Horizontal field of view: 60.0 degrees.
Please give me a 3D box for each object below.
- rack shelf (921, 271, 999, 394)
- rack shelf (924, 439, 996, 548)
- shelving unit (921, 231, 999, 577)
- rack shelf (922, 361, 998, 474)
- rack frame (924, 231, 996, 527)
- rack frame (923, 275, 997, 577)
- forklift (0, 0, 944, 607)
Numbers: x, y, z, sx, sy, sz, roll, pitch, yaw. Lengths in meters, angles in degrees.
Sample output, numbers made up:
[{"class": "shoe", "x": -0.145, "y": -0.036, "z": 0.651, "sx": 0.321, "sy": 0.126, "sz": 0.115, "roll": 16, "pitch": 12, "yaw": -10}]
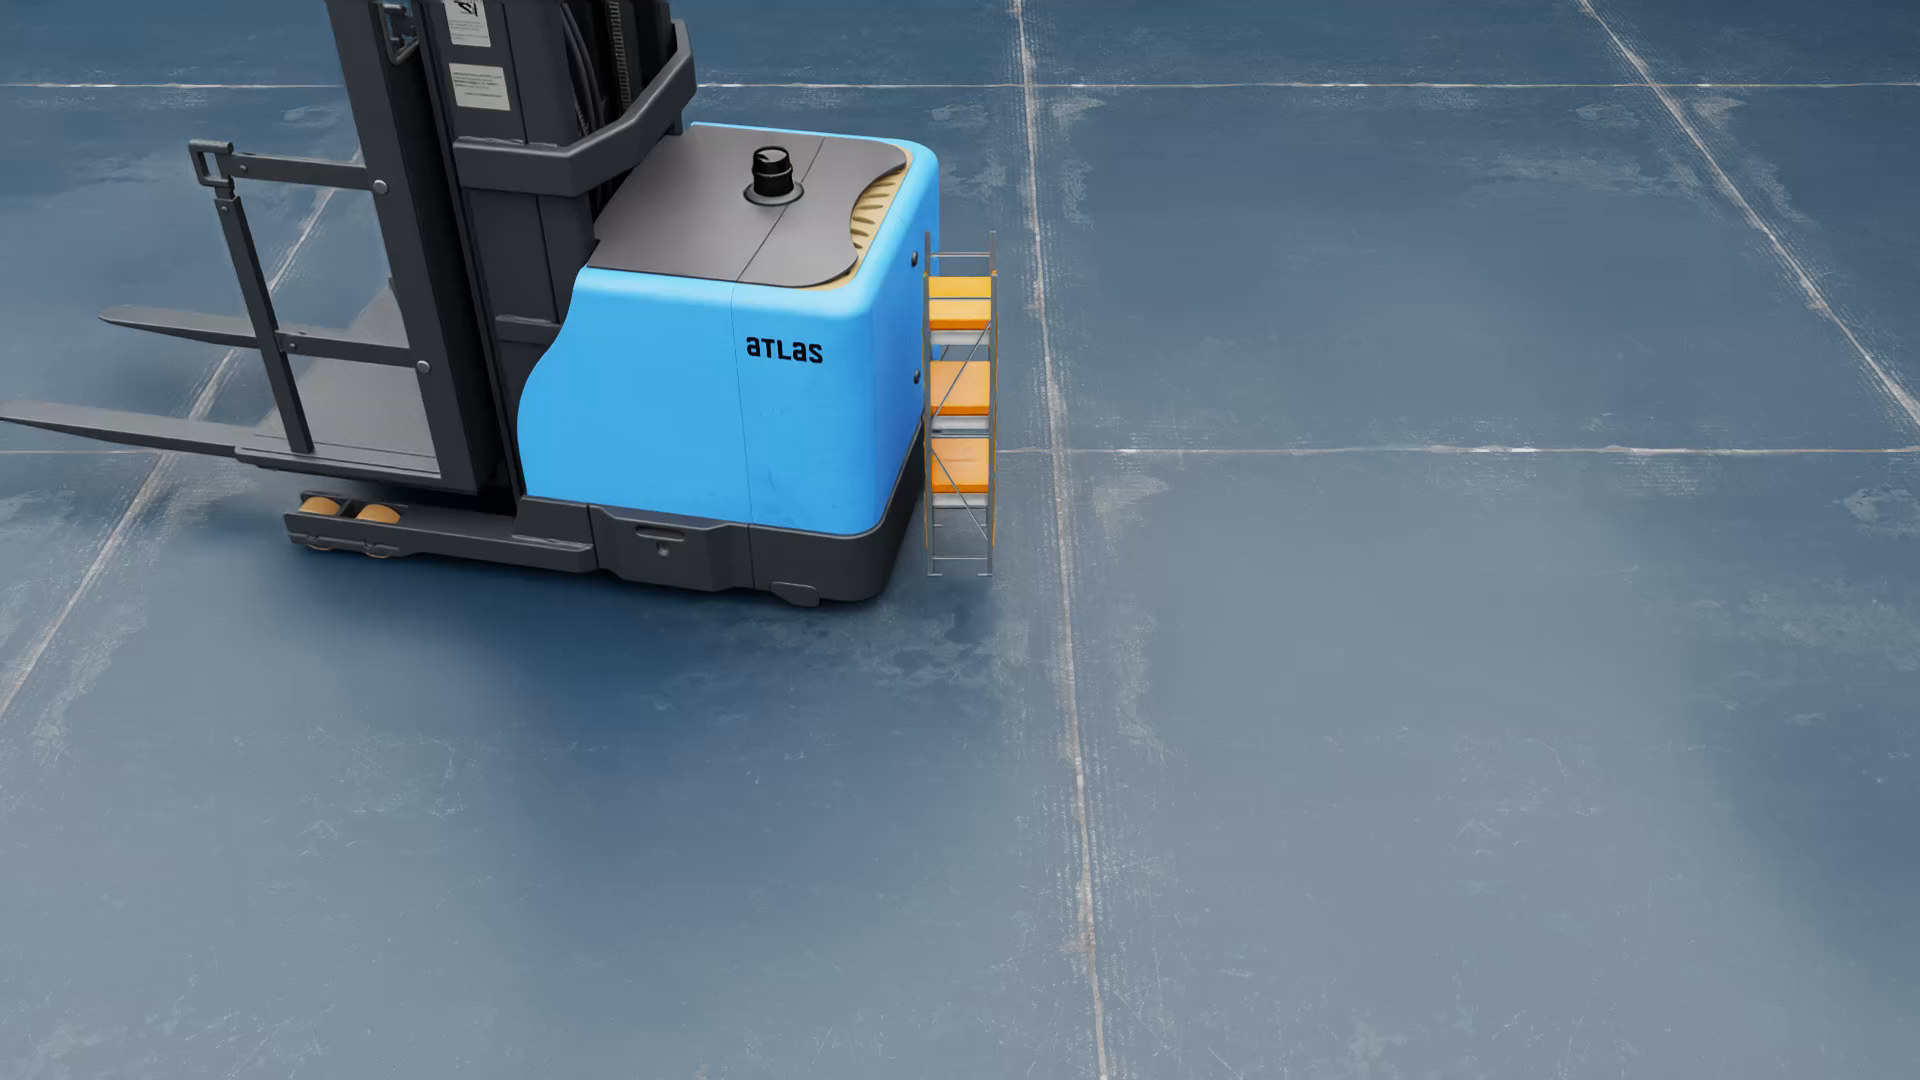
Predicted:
[{"class": "rack shelf", "x": 0.000, "y": -0.589, "z": 4.709, "sx": 0.215, "sy": 0.259, "sz": 0.240, "roll": 0, "pitch": 39, "yaw": 0}, {"class": "rack shelf", "x": 0.000, "y": -0.151, "z": 5.060, "sx": 0.215, "sy": 0.259, "sz": 0.240, "roll": 0, "pitch": 39, "yaw": 0}, {"class": "shelving unit", "x": 0.000, "y": -0.376, "z": 4.880, "sx": 0.215, "sy": 1.050, "sz": 0.252, "roll": 0, "pitch": 39, "yaw": 0}, {"class": "rack shelf", "x": 0.000, "y": -0.368, "z": 4.887, "sx": 0.215, "sy": 0.259, "sz": 0.240, "roll": 0, "pitch": 39, "yaw": 0}, {"class": "rack frame", "x": 0.000, "y": -0.453, "z": 4.975, "sx": 0.200, "sy": 1.050, "sz": 0.008, "roll": 0, "pitch": 39, "yaw": 0}, {"class": "rack frame", "x": 0.000, "y": -0.300, "z": 4.785, "sx": 0.200, "sy": 1.050, "sz": 0.008, "roll": 0, "pitch": 39, "yaw": 0}, {"class": "forklift", "x": -1.621, "y": -1.403, "z": 4.657, "sx": 3.031, "sy": 2.935, "sz": 1.130, "roll": 7, "pitch": 39, "yaw": 9}]
